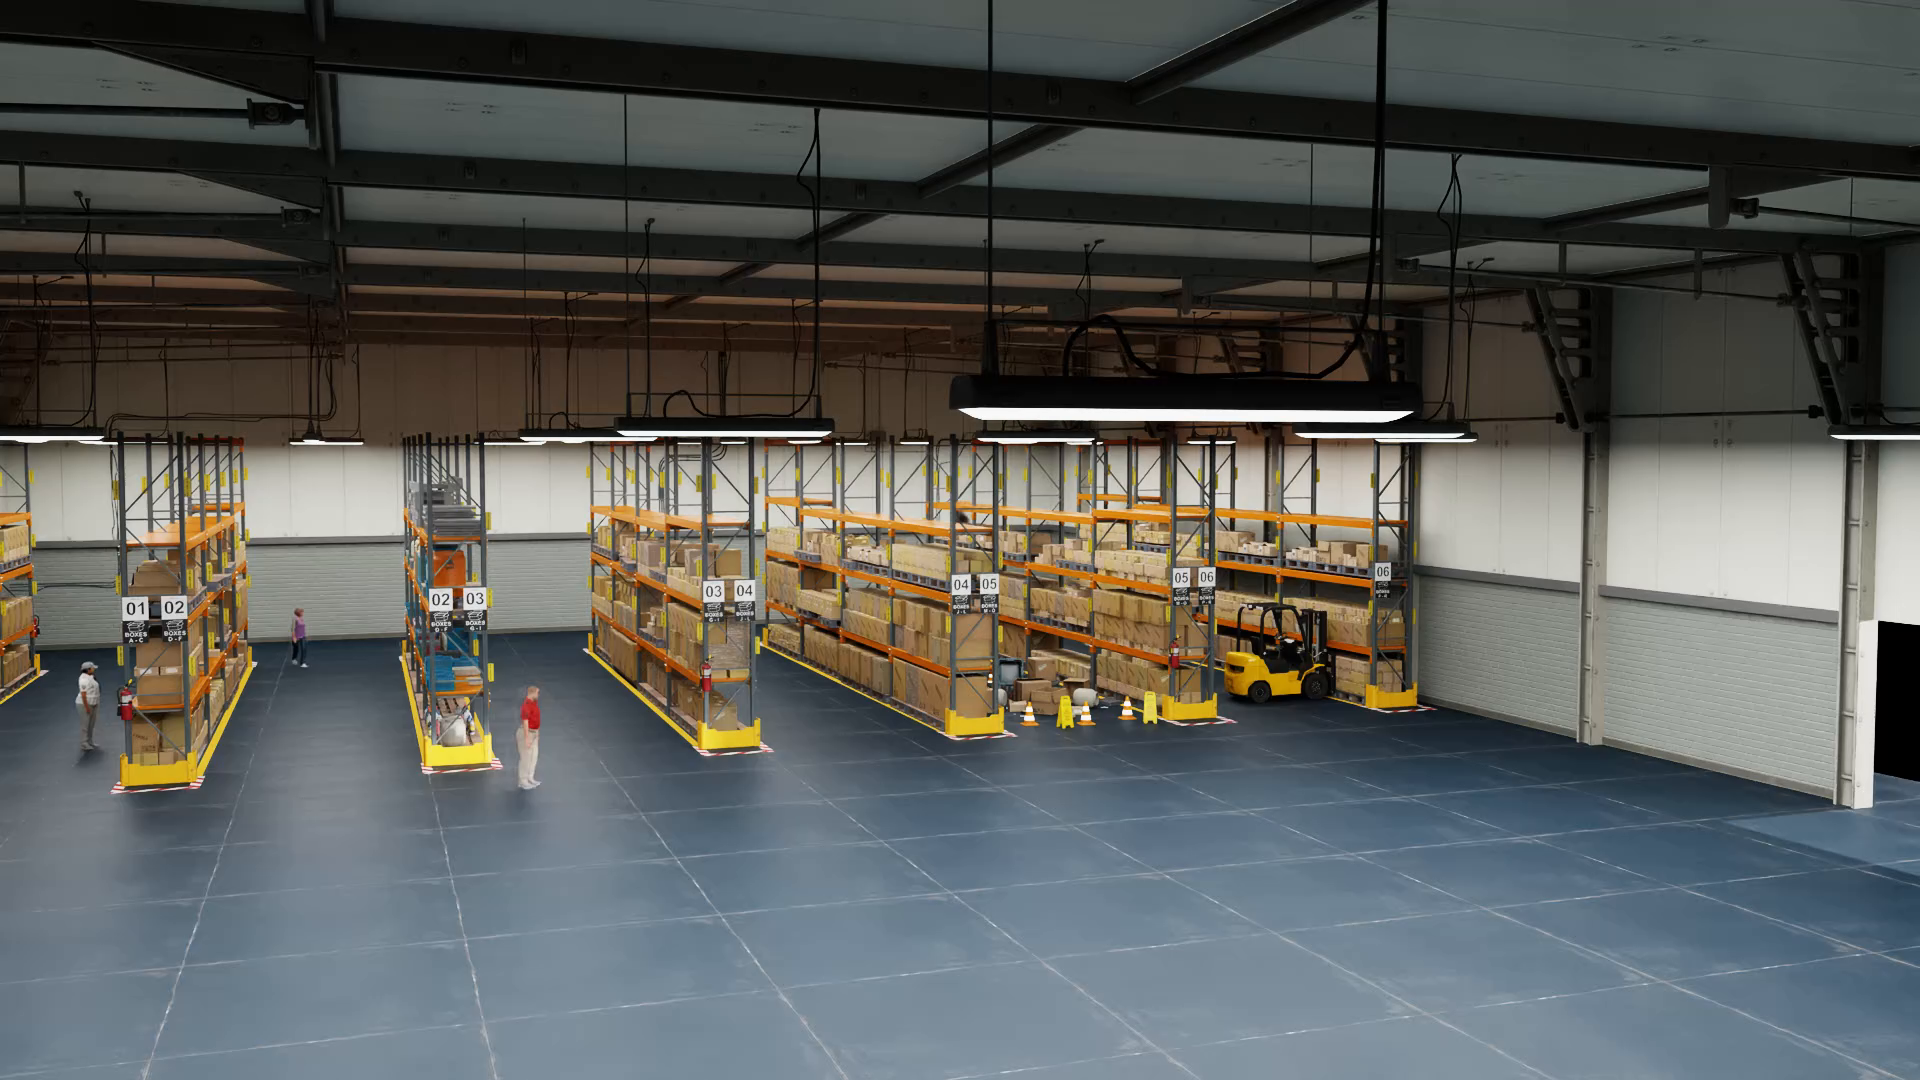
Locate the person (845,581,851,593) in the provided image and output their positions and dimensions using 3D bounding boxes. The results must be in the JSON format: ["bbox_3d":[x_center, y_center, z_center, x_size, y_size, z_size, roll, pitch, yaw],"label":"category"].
[{"bbox_3d":[-3.139,2.033,47.418,0.594,1.719,0.504,2,4,36],"label":"person"}]

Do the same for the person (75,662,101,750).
[{"bbox_3d":[-16.560,3.142,31.587,0.406,1.670,0.525,0,3,-4],"label":"person"}]

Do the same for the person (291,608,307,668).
[{"bbox_3d":[-17.247,2.534,43.333,0.398,1.550,0.798,-2,4,-32],"label":"person"}]

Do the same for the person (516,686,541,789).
[{"bbox_3d":[-7.269,3.314,28.020,0.393,1.735,0.576,0,3,1],"label":"person"}]

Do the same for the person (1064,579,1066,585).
[{"bbox_3d":[2.901,1.964,48.881,0.670,1.691,0.515,3,4,45],"label":"person"}]
